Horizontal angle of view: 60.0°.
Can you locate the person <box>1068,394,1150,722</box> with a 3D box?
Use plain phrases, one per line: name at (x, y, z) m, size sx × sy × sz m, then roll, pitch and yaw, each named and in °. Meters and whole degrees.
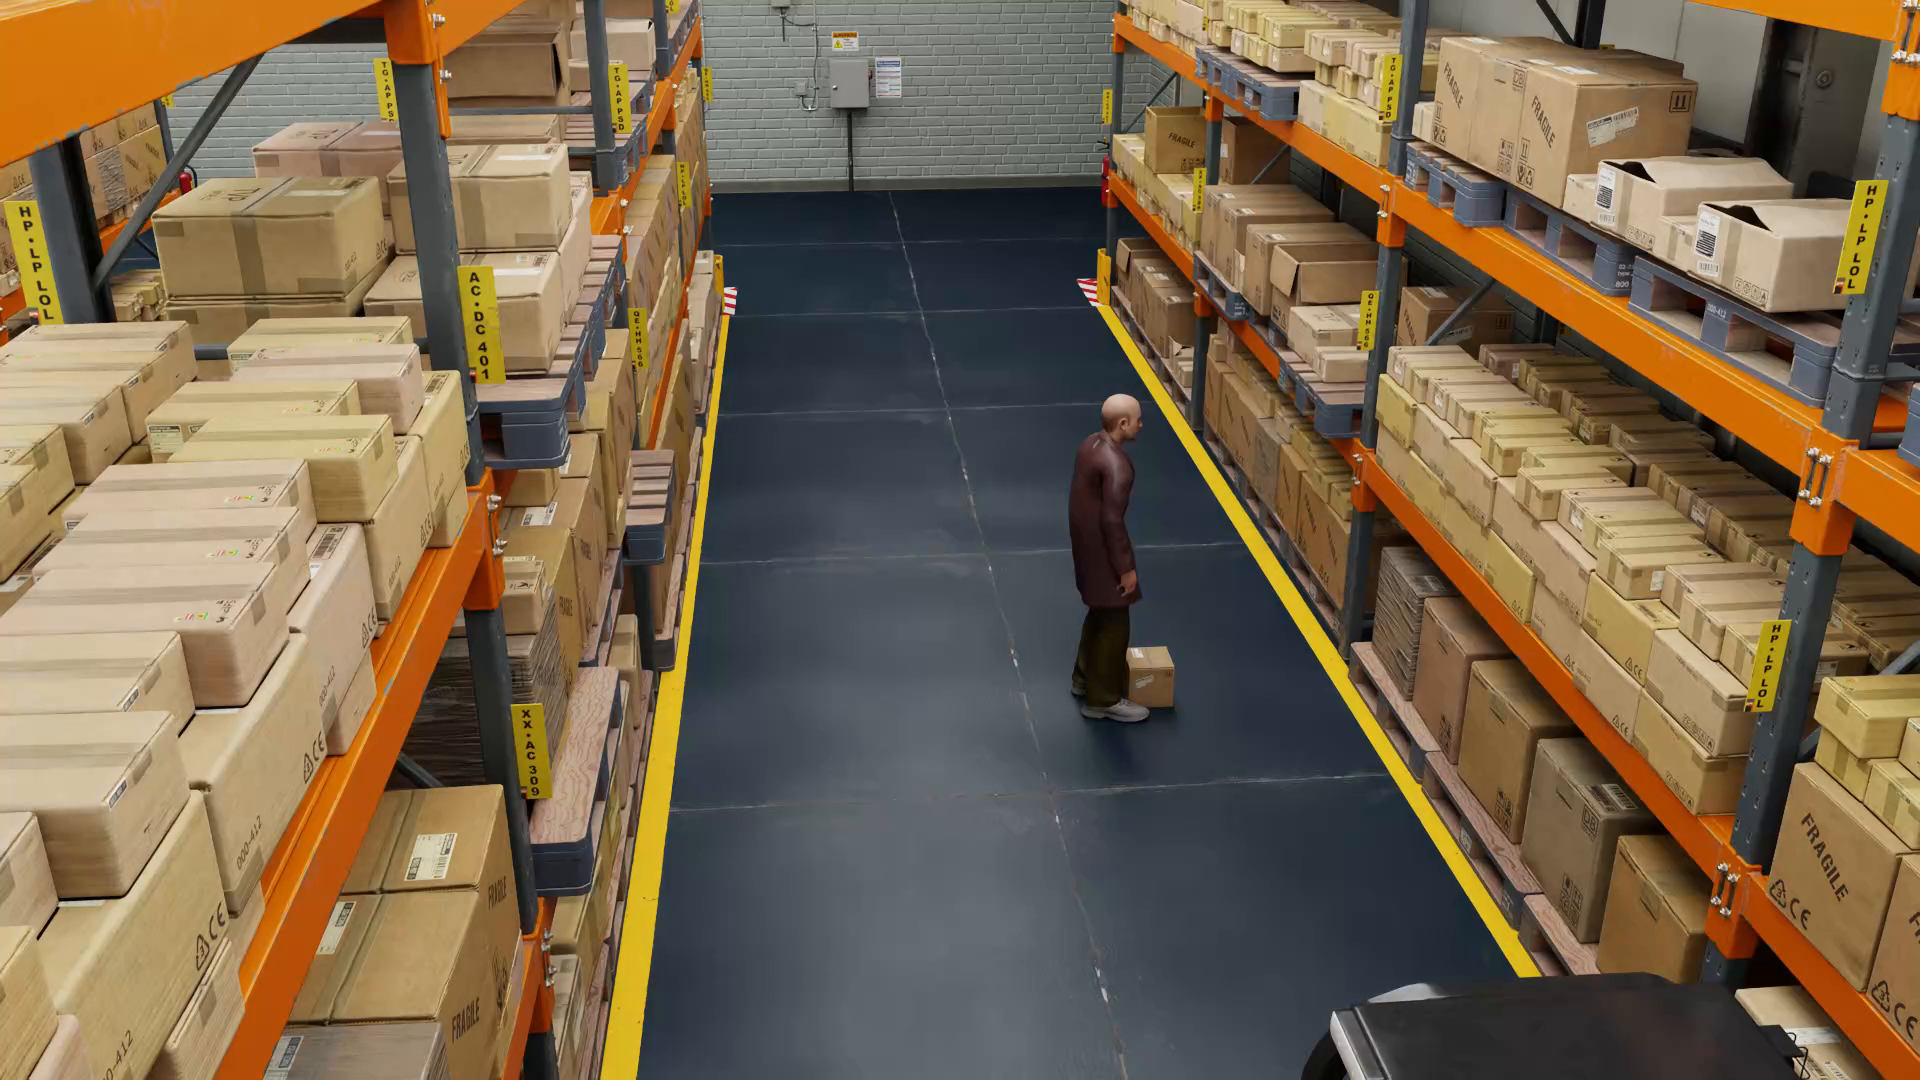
person at (0.796, 0.072, 8.952) m, size 0.422 × 1.774 × 0.653 m, roll -3°, pitch 24°, yaw -8°
